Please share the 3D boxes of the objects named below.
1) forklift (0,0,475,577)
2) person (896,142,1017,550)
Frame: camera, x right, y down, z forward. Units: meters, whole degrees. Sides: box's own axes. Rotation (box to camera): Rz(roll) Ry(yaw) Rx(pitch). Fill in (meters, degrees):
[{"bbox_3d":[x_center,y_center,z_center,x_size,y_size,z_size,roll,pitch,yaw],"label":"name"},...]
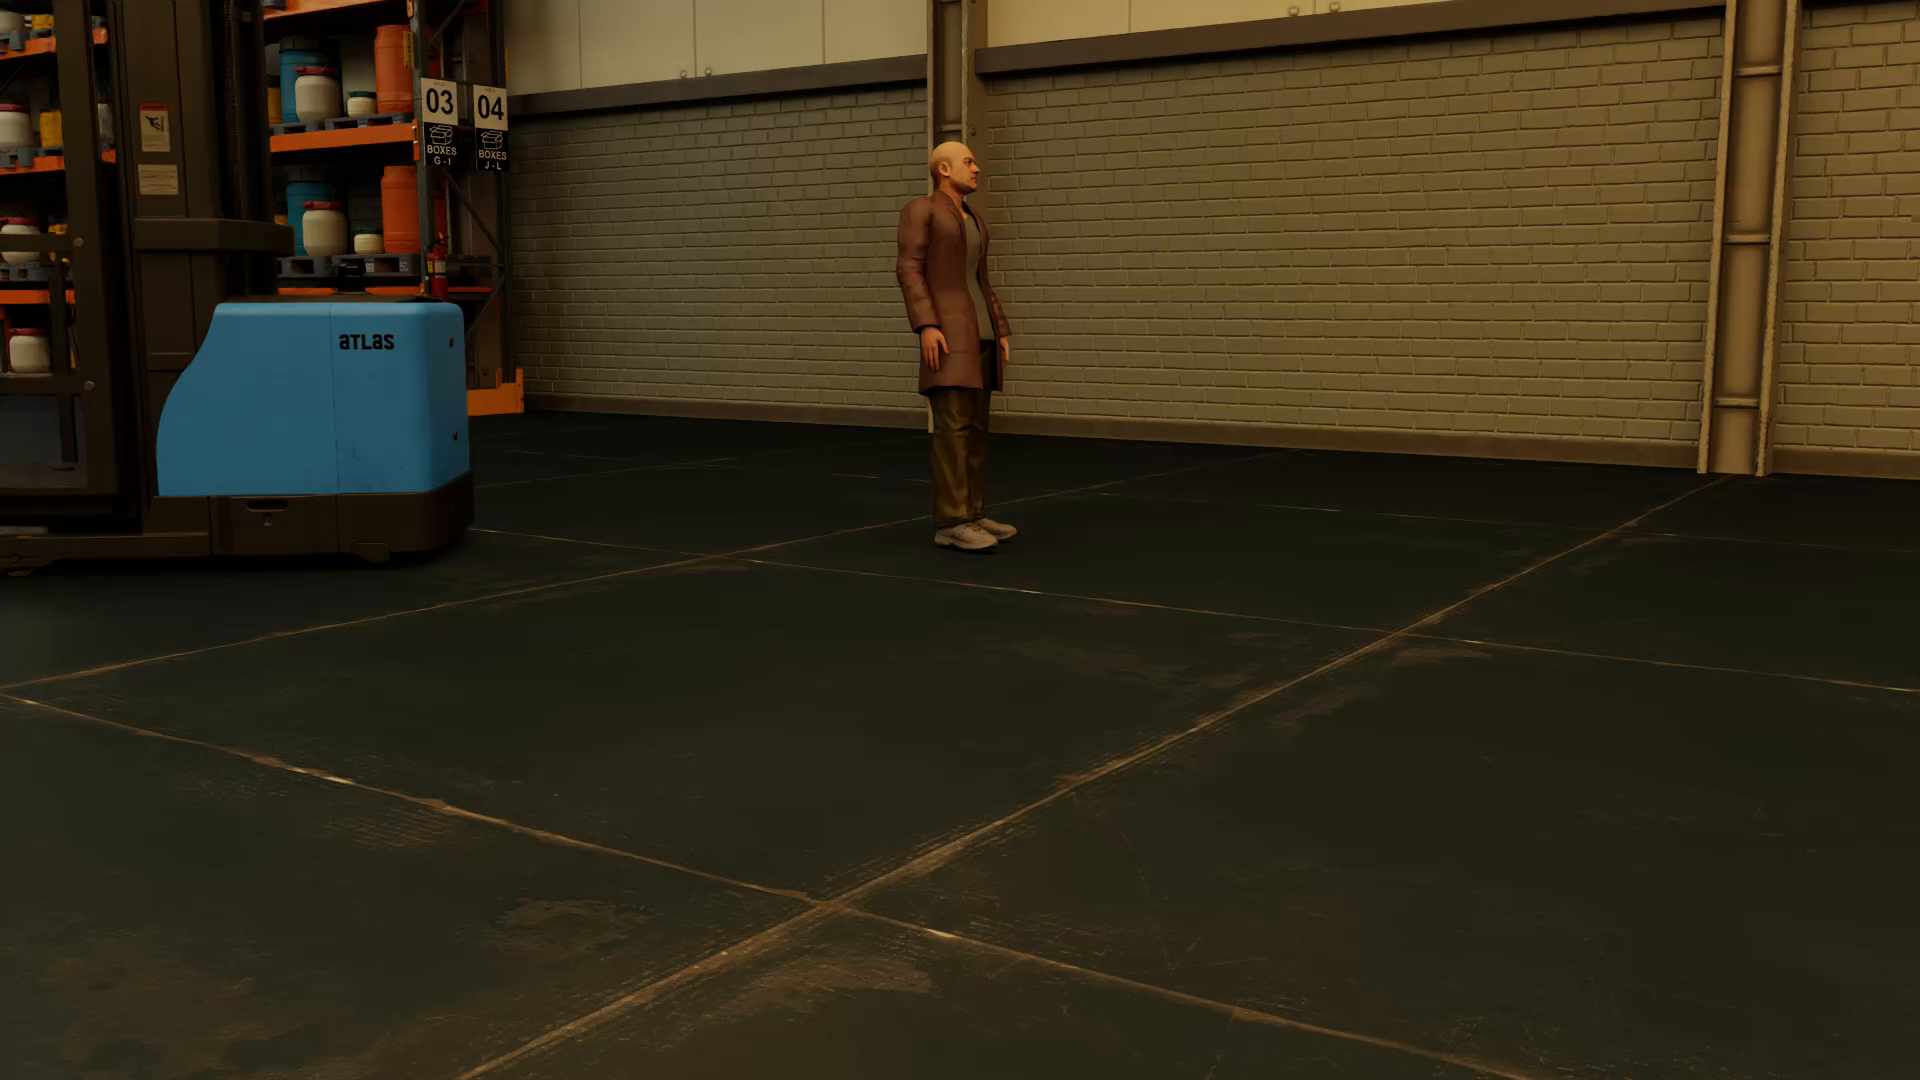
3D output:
[{"bbox_3d":[-3.698,-1.381,6.903,3.031,2.935,1.130,-1,8,-7],"label":"forklift"},{"bbox_3d":[0.074,-0.879,7.423,0.579,1.778,0.696,5,10,34],"label":"person"}]
